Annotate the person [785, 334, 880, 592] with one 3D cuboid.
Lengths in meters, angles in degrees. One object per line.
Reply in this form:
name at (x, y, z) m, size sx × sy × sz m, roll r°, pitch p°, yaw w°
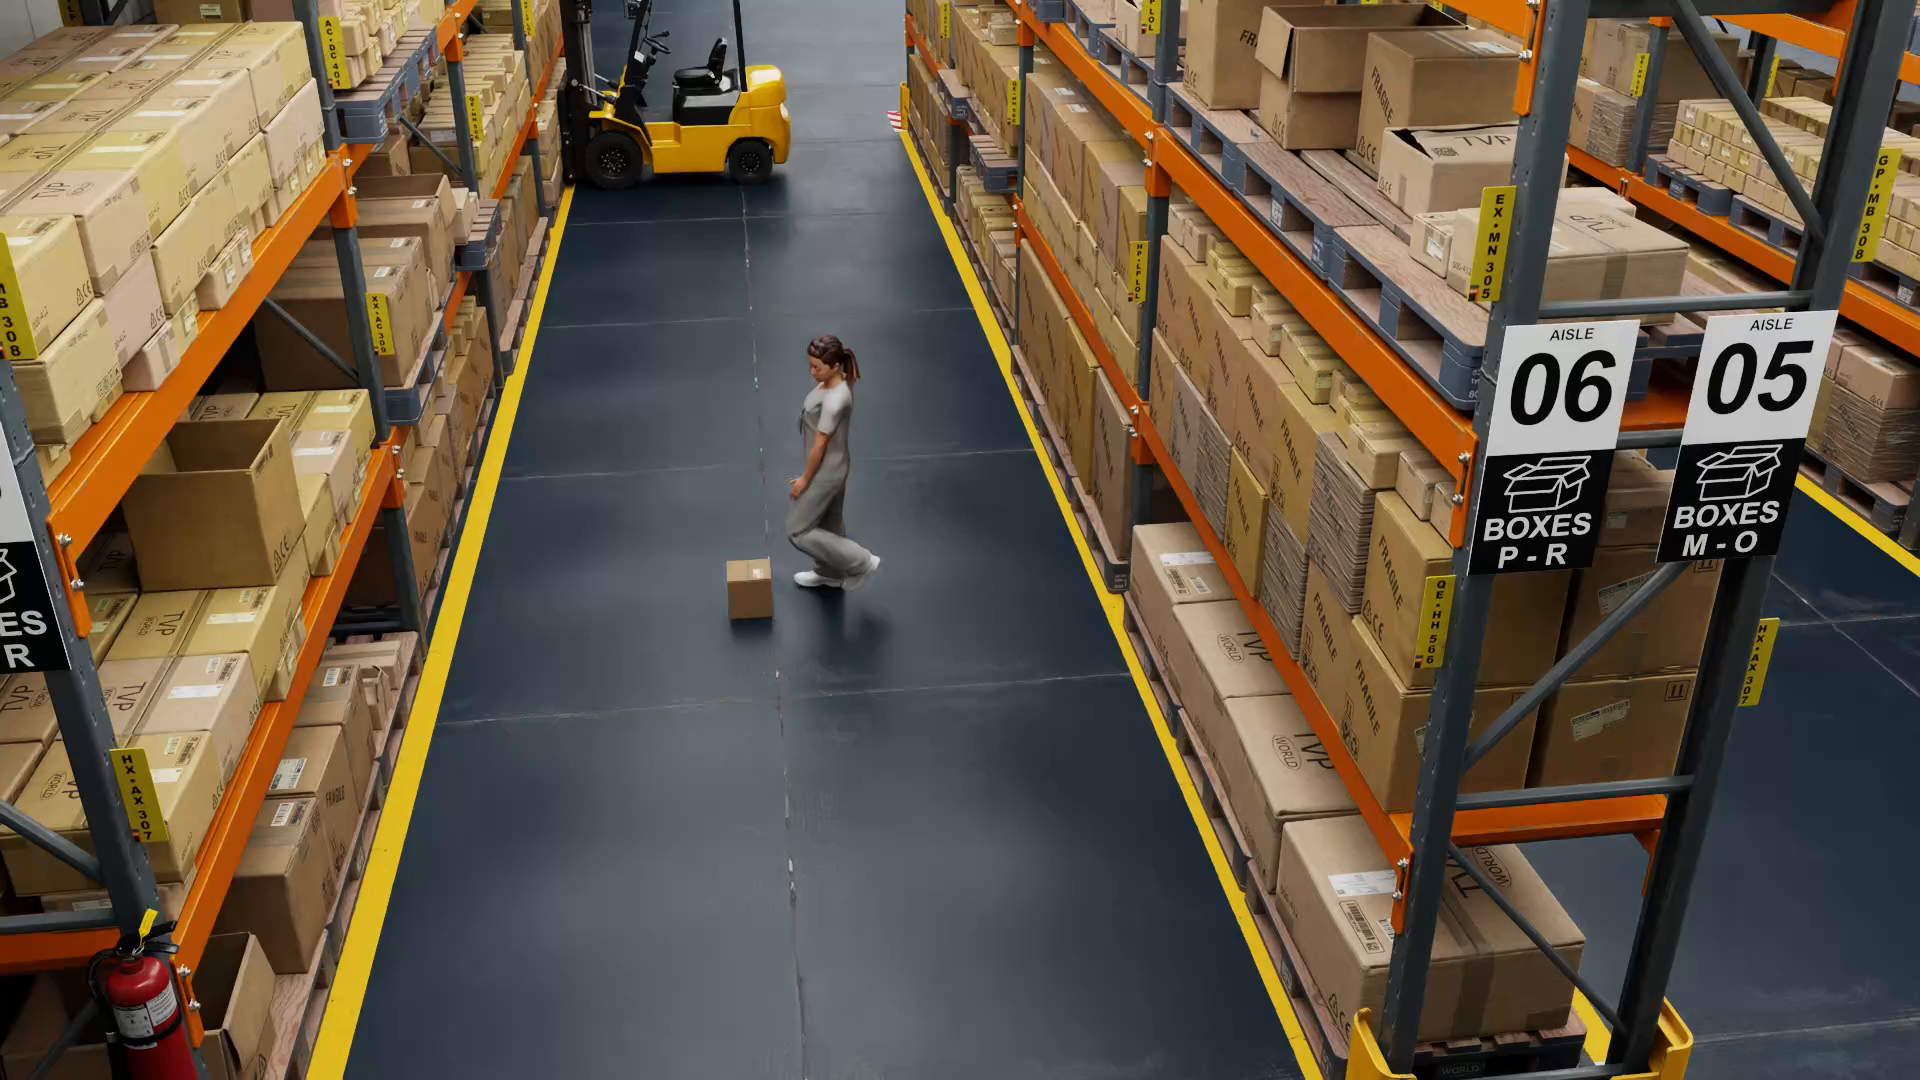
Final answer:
person at (-0.724, -0.391, 9.372) m, size 0.532 × 1.666 × 0.486 m, roll 0°, pitch 27°, yaw 0°
